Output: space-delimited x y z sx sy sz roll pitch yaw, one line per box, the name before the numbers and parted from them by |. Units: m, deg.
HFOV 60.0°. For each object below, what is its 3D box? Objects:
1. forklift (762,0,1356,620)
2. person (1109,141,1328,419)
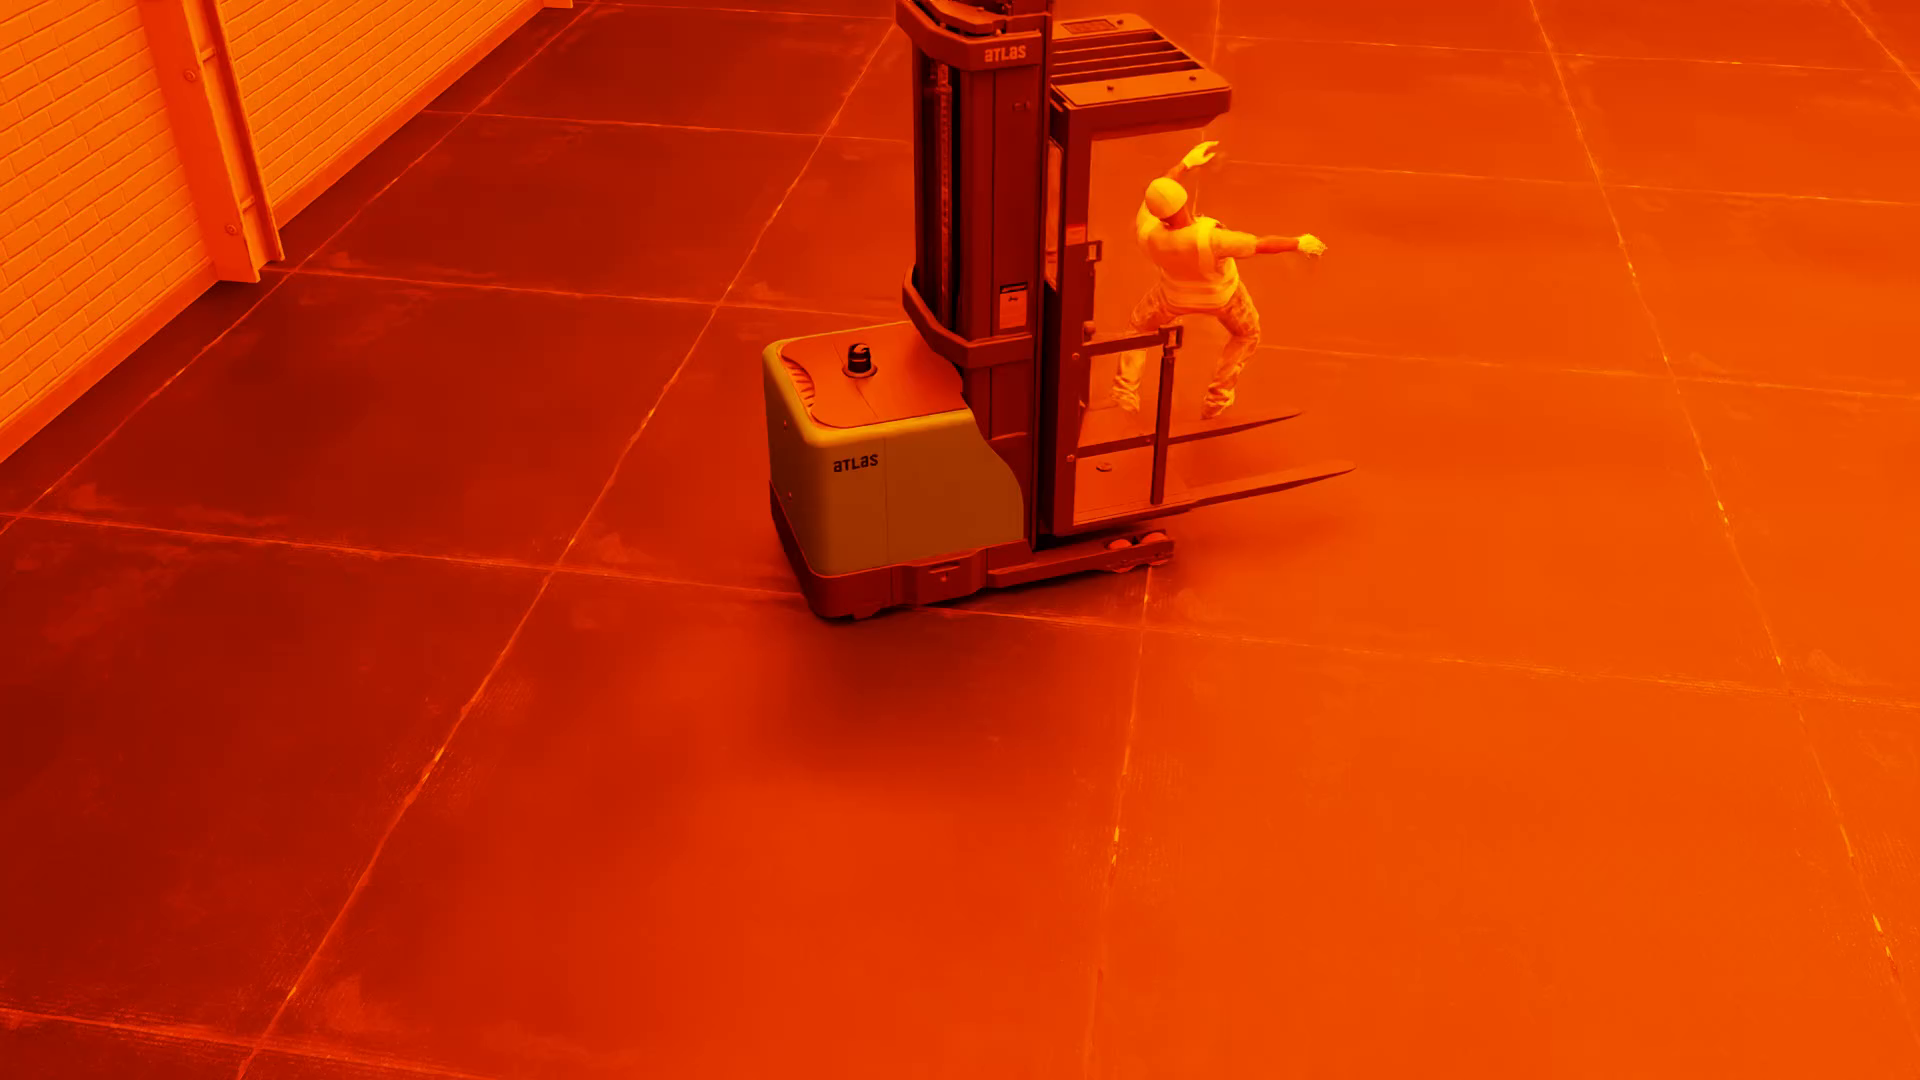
forklift | 0.579 -1.312 8.032 3.031 2.935 1.130 -11 36 -15
person | 1.444 -1.369 9.252 1.107 1.509 0.739 7 36 11
